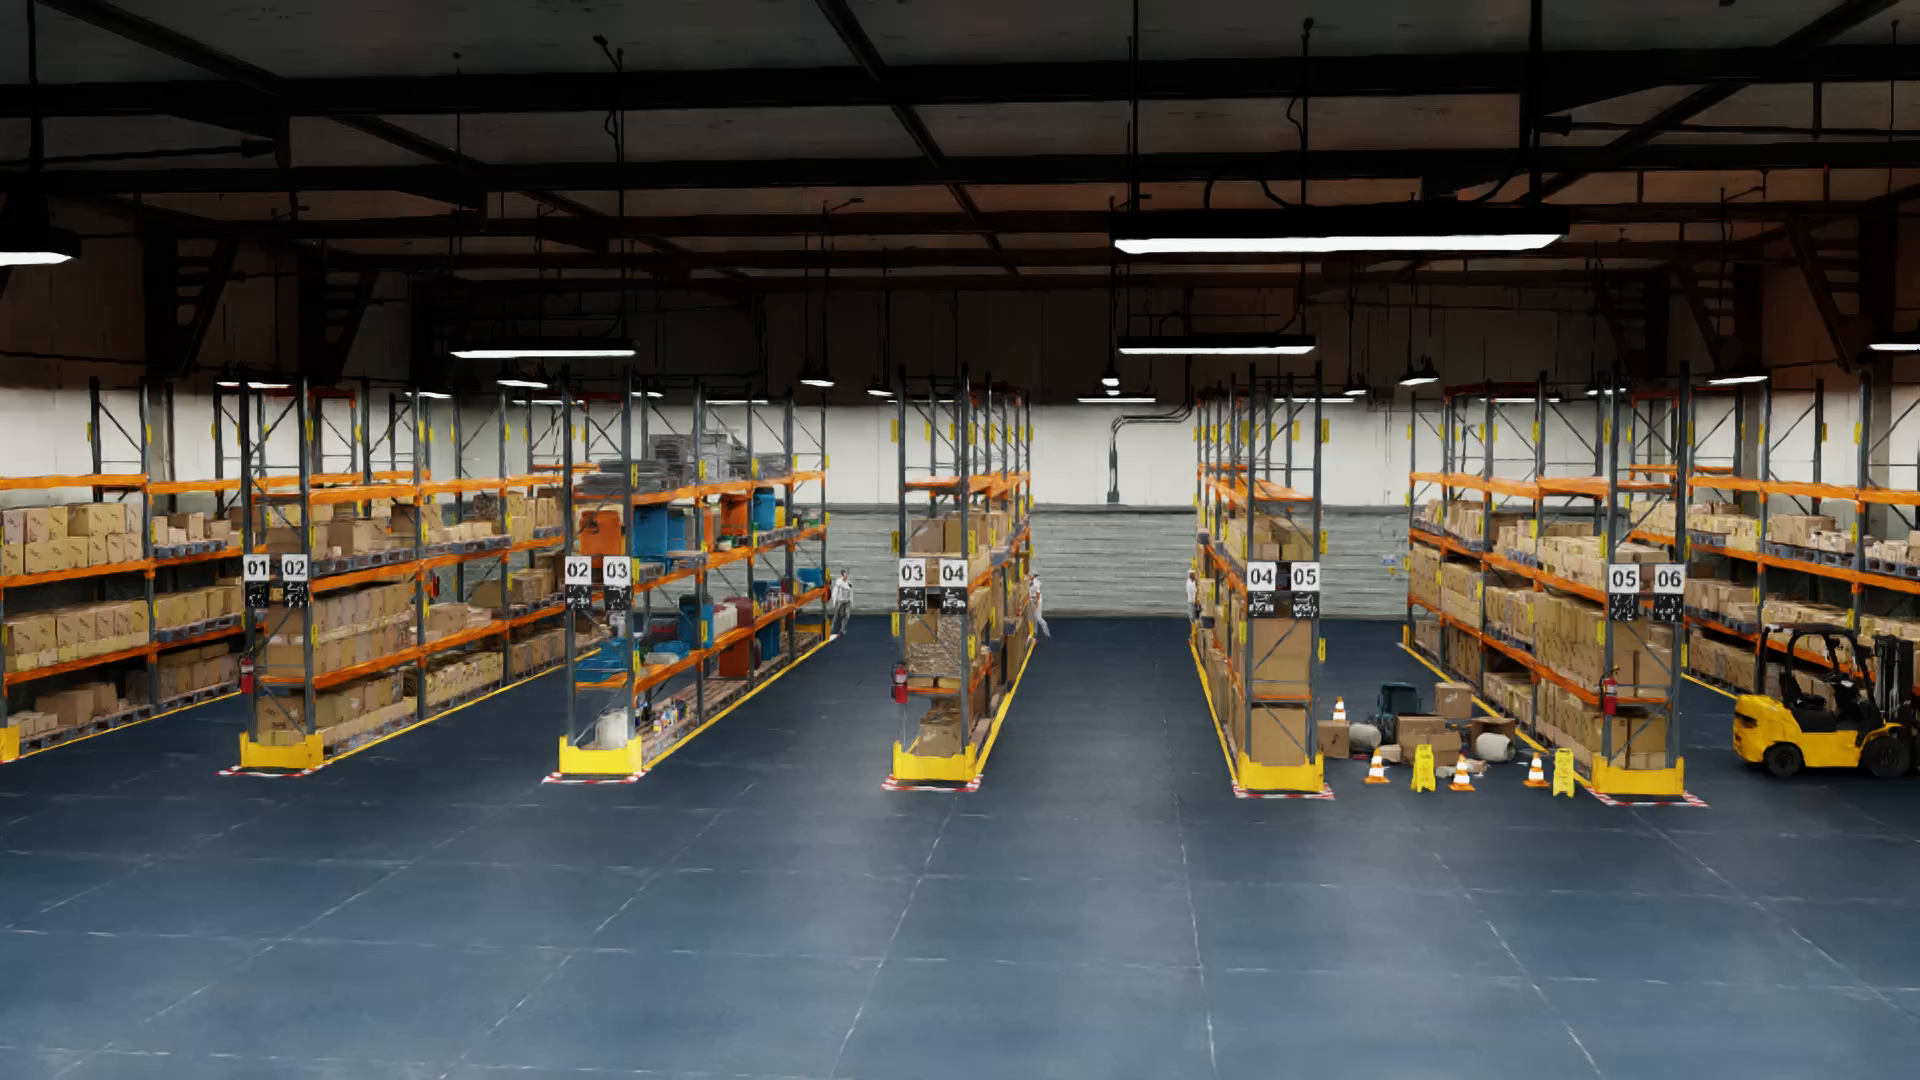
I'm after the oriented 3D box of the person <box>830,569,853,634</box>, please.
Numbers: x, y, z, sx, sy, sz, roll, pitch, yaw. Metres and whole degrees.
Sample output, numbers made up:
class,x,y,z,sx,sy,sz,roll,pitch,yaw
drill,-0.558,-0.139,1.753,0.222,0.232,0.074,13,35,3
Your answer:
class,x,y,z,sx,sy,sz,roll,pitch,yaw
person,-2.983,1.516,41.749,0.574,1.641,0.651,-2,4,-31

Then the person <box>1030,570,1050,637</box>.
class,x,y,z,sx,sy,sz,roll,pitch,yaw
person,1.914,1.554,40.966,0.552,1.652,0.712,-1,4,-17

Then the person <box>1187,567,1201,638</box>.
class,x,y,z,sx,sy,sz,roll,pitch,yaw
person,5.834,1.517,40.777,0.607,1.752,0.574,3,5,41

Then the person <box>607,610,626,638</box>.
class,x,y,z,sx,sy,sz,roll,pitch,yaw
person,-7.556,1.841,36.620,0.456,1.589,1.088,1,4,8
